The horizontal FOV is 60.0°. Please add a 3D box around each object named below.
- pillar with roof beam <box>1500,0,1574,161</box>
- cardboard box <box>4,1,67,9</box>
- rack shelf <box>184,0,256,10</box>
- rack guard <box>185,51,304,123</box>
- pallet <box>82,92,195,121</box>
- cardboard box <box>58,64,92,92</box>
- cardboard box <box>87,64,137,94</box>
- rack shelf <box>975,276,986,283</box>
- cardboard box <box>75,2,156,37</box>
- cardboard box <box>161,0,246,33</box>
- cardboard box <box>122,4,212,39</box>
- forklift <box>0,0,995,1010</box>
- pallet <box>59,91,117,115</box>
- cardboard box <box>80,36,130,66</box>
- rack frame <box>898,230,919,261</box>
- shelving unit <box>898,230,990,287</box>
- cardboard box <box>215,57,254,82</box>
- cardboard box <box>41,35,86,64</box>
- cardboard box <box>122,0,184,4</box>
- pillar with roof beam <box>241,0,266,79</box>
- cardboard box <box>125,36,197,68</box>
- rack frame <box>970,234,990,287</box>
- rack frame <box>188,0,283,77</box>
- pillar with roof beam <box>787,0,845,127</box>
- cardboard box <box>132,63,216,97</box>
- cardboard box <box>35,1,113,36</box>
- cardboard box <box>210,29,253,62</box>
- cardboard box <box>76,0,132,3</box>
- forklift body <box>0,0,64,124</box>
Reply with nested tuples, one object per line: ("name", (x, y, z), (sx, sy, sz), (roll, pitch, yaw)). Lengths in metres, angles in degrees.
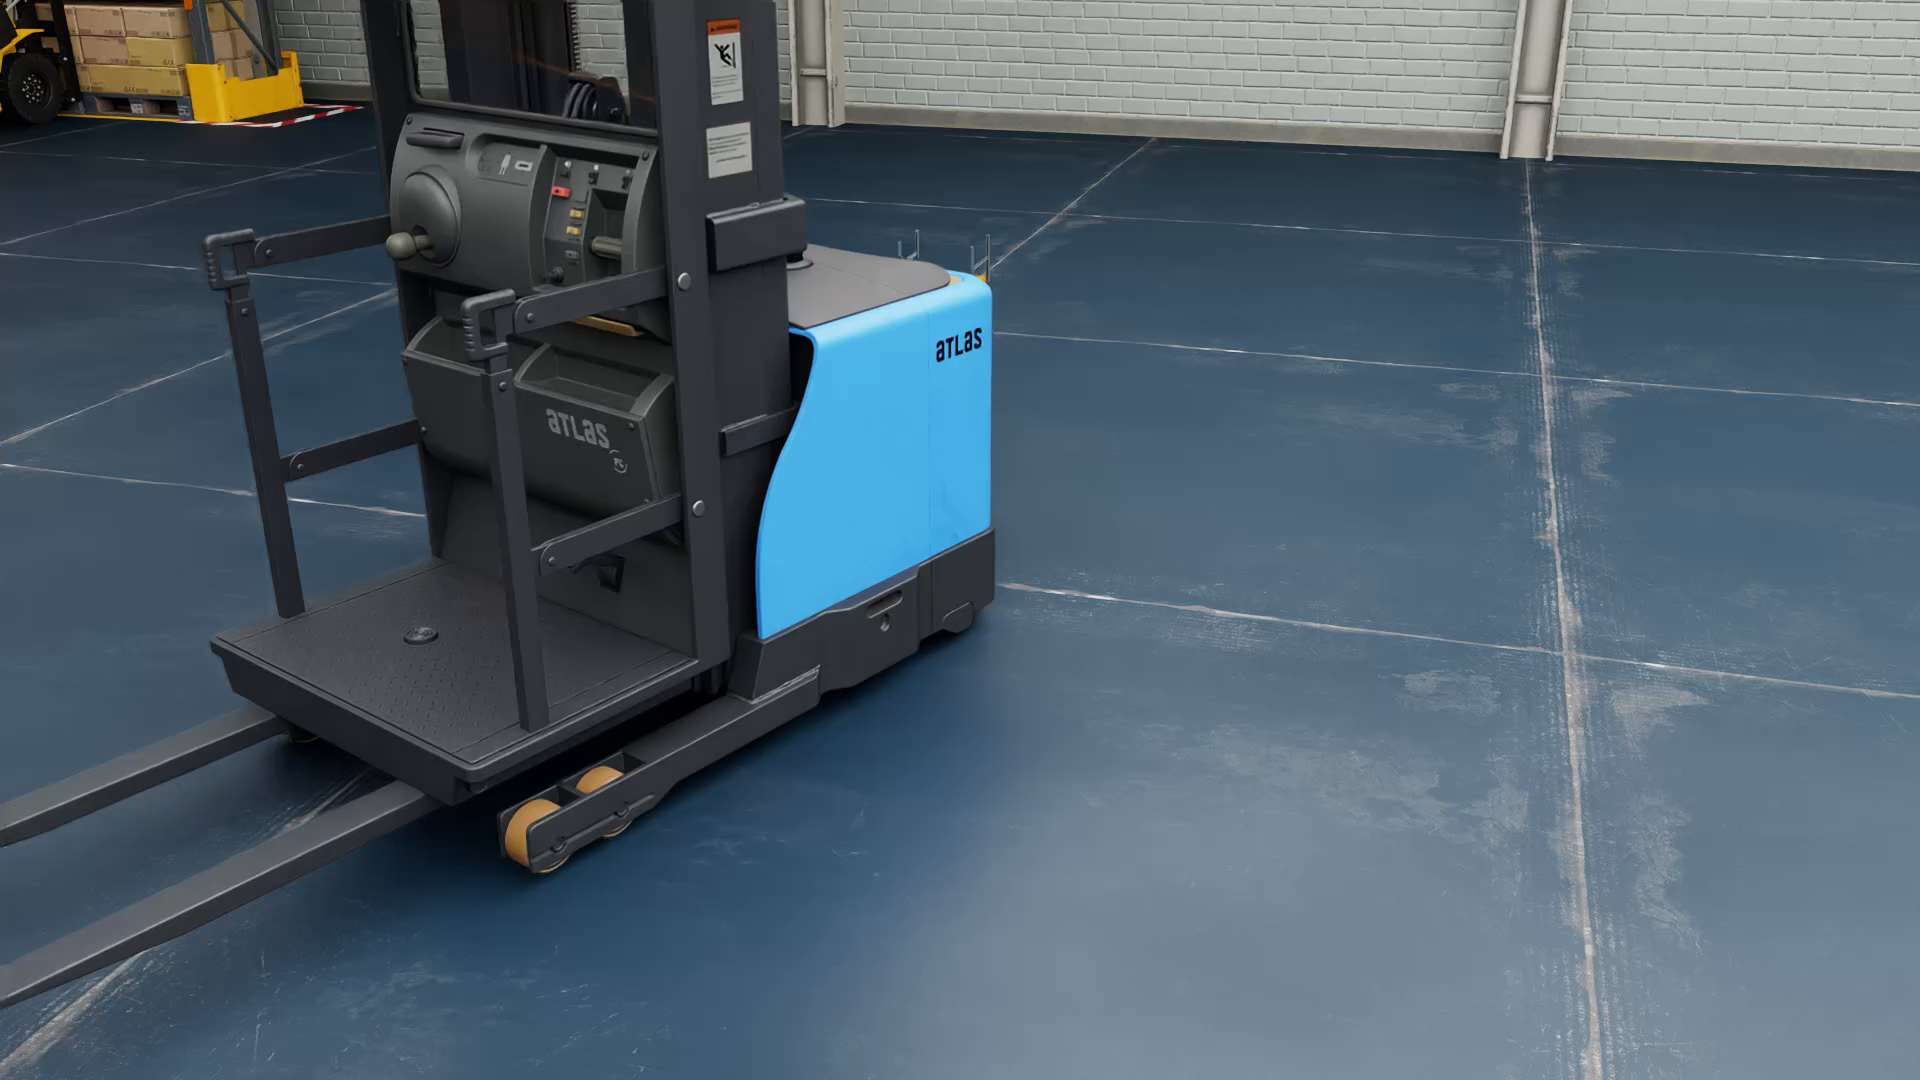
("pillar with roof beam", (3.247, -5.644, 7.672), (0.400, 9.000, 9.100), (7, 23, 16))
("cardboard box", (-8.582, -4.830, 15.345), (0.500, 0.250, 0.500), (6, 23, 14))
("rack shelf", (-8.507, -5.231, 15.518), (4.000, 0.370, 1.077), (7, 23, 16))
("rack guard", (-6.569, -4.185, 15.314), (0.348, 0.500, 1.175), (7, 23, 16))
("pallet", (-7.336, -4.123, 15.543), (1.213, 0.211, 1.003), (7, 23, 16))
("cardboard box", (-8.083, -4.319, 15.417), (0.500, 0.250, 0.500), (7, 23, 16))
("cardboard box", (-7.606, -4.261, 15.276), (0.500, 0.250, 0.500), (7, 23, 15))
("rack shelf", (-0.051, -0.744, 5.481), (0.240, 0.259, 0.215), (7, 23, 16))
("cardboard box", (-7.613, -4.720, 15.077), (0.500, 0.250, 0.500), (7, 23, 16))
("cardboard box", (-6.997, -4.851, 15.395), (0.500, 0.250, 0.500), (6, 23, 15))
("cardboard box", (-7.123, -4.666, 14.946), (0.500, 0.250, 0.500), (7, 23, 17))
("forklift", (-1.194, -0.793, 3.840), (1.130, 2.935, 3.031), (16, 27, 35))
("pallet", (-8.500, -4.257, 15.871), (1.213, 0.211, 1.003), (7, 23, 15))
("cardboard box", (-7.625, -4.497, 15.190), (0.500, 0.250, 0.500), (6, 23, 15))
("rack frame", (-0.168, -0.505, 5.618), (0.008, 1.050, 0.200), (7, 23, 16))
("shelving unit", (-0.051, -0.492, 5.585), (0.252, 1.050, 0.215), (7, 23, 16))
("cardboard box", (-7.006, -4.391, 15.593), (0.500, 0.250, 0.500), (7, 23, 16))
("cardboard box", (-8.126, -4.545, 15.310), (0.500, 0.250, 0.500), (6, 23, 14))
("cardboard box", (-7.477, -4.904, 15.525), (0.500, 0.250, 0.500), (7, 23, 16))
("pillar with roof beam", (-8.242, -6.960, 10.879), (0.400, 9.000, 9.100), (7, 23, 16))
("cardboard box", (-7.148, -4.438, 15.047), (0.500, 0.250, 0.500), (6, 23, 15))
("rack frame", (0.066, -0.478, 5.552), (0.008, 1.050, 0.200), (7, 23, 16))
("rack frame", (-6.592, -5.344, 14.847), (0.127, 3.000, 1.000), (7, 23, 16))
("pillar with roof beam", (-2.497, -6.302, 9.276), (0.400, 9.000, 9.100), (7, 23, 16))
("cardboard box", (-7.133, -4.203, 15.134), (0.500, 0.250, 0.500), (7, 23, 16))
("cardboard box", (-8.099, -4.772, 15.203), (0.500, 0.250, 0.500), (7, 23, 16))
("cardboard box", (-6.982, -4.625, 15.503), (0.500, 0.250, 0.500), (7, 23, 16))
("cardboard box", (-7.952, -4.963, 15.668), (0.500, 0.250, 0.500), (6, 23, 15))
("forklift body", (-8.934, -4.497, 13.898), (1.214, 2.155, 2.313), (7, 23, 16))
